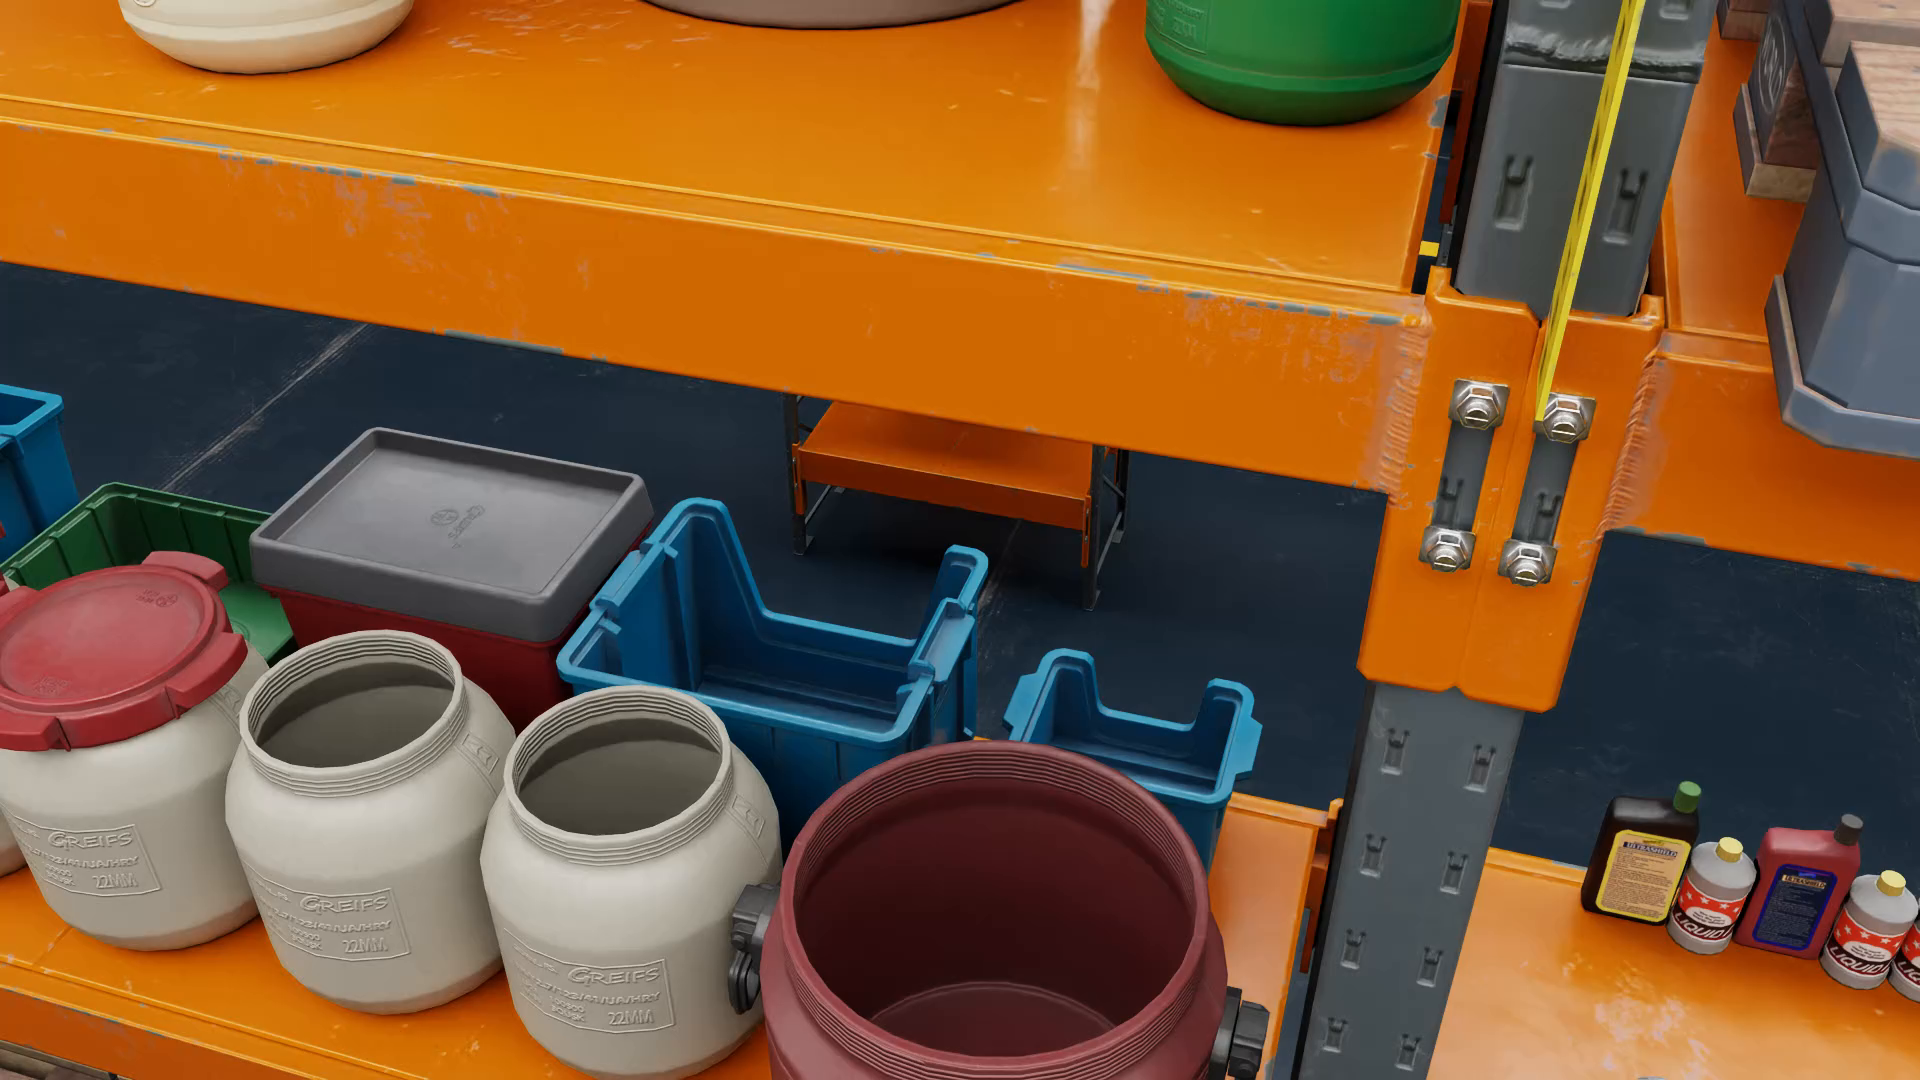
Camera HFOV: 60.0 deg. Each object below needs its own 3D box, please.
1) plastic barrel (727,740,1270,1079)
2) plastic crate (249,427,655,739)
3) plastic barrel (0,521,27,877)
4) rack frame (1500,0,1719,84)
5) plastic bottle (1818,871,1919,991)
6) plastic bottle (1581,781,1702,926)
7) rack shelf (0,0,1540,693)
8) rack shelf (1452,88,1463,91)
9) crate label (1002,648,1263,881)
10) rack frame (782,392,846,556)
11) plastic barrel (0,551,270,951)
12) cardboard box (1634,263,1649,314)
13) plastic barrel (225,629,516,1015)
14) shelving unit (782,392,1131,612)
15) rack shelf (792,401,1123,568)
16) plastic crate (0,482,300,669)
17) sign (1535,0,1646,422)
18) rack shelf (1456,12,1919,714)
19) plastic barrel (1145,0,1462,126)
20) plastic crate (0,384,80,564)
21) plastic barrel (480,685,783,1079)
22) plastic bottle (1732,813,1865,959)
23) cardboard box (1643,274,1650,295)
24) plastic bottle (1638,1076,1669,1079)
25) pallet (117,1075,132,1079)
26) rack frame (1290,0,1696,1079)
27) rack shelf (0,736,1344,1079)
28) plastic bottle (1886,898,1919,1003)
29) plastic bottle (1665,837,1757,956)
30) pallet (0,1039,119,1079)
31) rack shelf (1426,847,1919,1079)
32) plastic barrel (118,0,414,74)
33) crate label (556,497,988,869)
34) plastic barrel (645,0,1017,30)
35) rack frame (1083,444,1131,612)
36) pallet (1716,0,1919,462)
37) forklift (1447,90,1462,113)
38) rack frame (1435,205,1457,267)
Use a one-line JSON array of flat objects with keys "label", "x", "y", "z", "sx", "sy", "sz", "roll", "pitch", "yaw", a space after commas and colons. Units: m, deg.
[{"label": "plastic barrel", "x": 0.043, "y": 0.648, "z": 2.225, "sx": 0.708, "sy": 0.536, "sz": 0.600, "roll": 10, "pitch": 38, "yaw": 14}, {"label": "plastic crate", "x": -0.875, "y": 0.128, "z": 2.991, "sx": 0.583, "sy": 0.464, "sz": 0.402, "roll": 10, "pitch": 38, "yaw": 14}, {"label": "plastic barrel", "x": -1.694, "y": 0.274, "z": 2.732, "sx": 0.433, "sy": 0.535, "sz": 0.433, "roll": 0, "pitch": 36, "yaw": 0}, {"label": "rack frame", "x": 0.576, "y": -1.803, "z": 0.608, "sx": 0.127, "sy": 3.000, "sz": 1.000, "roll": 10, "pitch": 38, "yaw": 14}, {"label": "plastic bottle", "x": 1.415, "y": 0.595, "z": 2.579, "sx": 0.097, "sy": 0.201, "sz": 0.097, "roll": 0, "pitch": 36, "yaw": 0}, {"label": "plastic bottle", "x": 1.090, "y": 0.490, "z": 2.652, "sx": 0.133, "sy": 0.283, "sz": 0.061, "roll": 10, "pitch": 38, "yaw": 14}, {"label": "rack shelf", "x": -1.333, "y": -0.659, "z": 2.191, "sx": 4.000, "sy": 0.370, "sz": 1.077, "roll": 10, "pitch": 38, "yaw": 14}, {"label": "rack shelf", "x": 0.148, "y": -2.253, "z": 6.887, "sx": 4.000, "sy": 0.370, "sz": 1.077, "roll": 10, "pitch": 38, "yaw": 14}, {"label": "crate label", "x": 0.286, "y": 0.394, "z": 2.826, "sx": 0.416, "sy": 0.233, "sz": 0.303, "roll": 10, "pitch": 38, "yaw": 14}, {"label": "rack frame", "x": -0.479, "y": -0.542, "z": 5.537, "sx": 0.032, "sy": 1.125, "sz": 0.500, "roll": 10, "pitch": 38, "yaw": 14}, {"label": "plastic barrel", "x": -1.281, "y": 0.351, "z": 2.629, "sx": 0.433, "sy": 0.535, "sz": 0.433, "roll": 0, "pitch": 36, "yaw": 0}, {"label": "cardboard box", "x": 2.406, "y": -1.117, "z": 6.475, "sx": 0.500, "sy": 0.500, "sz": 0.500, "roll": 12, "pitch": 38, "yaw": 16}, {"label": "plastic barrel", "x": -0.871, "y": 0.433, "z": 2.538, "sx": 0.421, "sy": 0.512, "sz": 0.421, "roll": 0, "pitch": 36, "yaw": 0}, {"label": "shelving unit", "x": 0.006, "y": -0.452, "z": 5.415, "sx": 1.048, "sy": 1.125, "sz": 0.538, "roll": 10, "pitch": 38, "yaw": 14}, {"label": "rack shelf", "x": 0.006, "y": -0.255, "z": 5.560, "sx": 1.000, "sy": 0.278, "sz": 0.538, "roll": 10, "pitch": 38, "yaw": 14}, {"label": "plastic crate", "x": -1.495, "y": 0.139, "z": 3.209, "sx": 0.662, "sy": 0.188, "sz": 0.450, "roll": 10, "pitch": 38, "yaw": 14}, {"label": "sign", "x": 0.419, "y": -0.240, "z": 1.104, "sx": 0.005, "sy": 0.325, "sz": 0.100, "roll": 10, "pitch": 38, "yaw": 14}, {"label": "rack shelf", "x": 2.485, "y": 0.048, "z": 1.230, "sx": 4.000, "sy": 0.370, "sz": 1.077, "roll": 10, "pitch": 38, "yaw": 14}, {"label": "plastic barrel", "x": 0.325, "y": -0.547, "z": 1.564, "sx": 0.294, "sy": 0.245, "sz": 0.294, "roll": 0, "pitch": 36, "yaw": 0}, {"label": "plastic crate", "x": -2.096, "y": -0.069, "z": 3.326, "sx": 0.575, "sy": 0.384, "sz": 0.392, "roll": 10, "pitch": 38, "yaw": 14}, {"label": "plastic barrel", "x": -0.469, "y": 0.507, "z": 2.436, "sx": 0.421, "sy": 0.512, "sz": 0.421, "roll": 0, "pitch": 36, "yaw": 0}, {"label": "plastic bottle", "x": 1.310, "y": 0.531, "z": 2.597, "sx": 0.133, "sy": 0.283, "sz": 0.061, "roll": 10, "pitch": 38, "yaw": 14}, {"label": "cardboard box", "x": 2.907, "y": -1.028, "z": 6.354, "sx": 0.500, "sy": 0.500, "sz": 0.500, "roll": 9, "pitch": 37, "yaw": 12}, {"label": "plastic bottle", "x": 0.938, "y": 0.836, "z": 2.188, "sx": 0.135, "sy": 0.276, "sz": 0.152, "roll": 10, "pitch": 38, "yaw": 14}, {"label": "pallet", "x": -1.312, "y": 1.360, "z": 3.724, "sx": 1.213, "sy": 0.211, "sz": 1.003, "roll": 10, "pitch": 38, "yaw": 14}, {"label": "rack frame", "x": 0.576, "y": 0.613, "z": 2.387, "sx": 0.127, "sy": 3.000, "sz": 1.000, "roll": 10, "pitch": 38, "yaw": 14}, {"label": "rack shelf", "x": -1.333, "y": 0.549, "z": 3.080, "sx": 4.000, "sy": 0.370, "sz": 1.077, "roll": 10, "pitch": 38, "yaw": 14}, {"label": "plastic bottle", "x": 1.507, "y": 0.612, "z": 2.556, "sx": 0.097, "sy": 0.201, "sz": 0.097, "roll": 0, "pitch": 36, "yaw": 0}, {"label": "plastic bottle", "x": 1.194, "y": 0.554, "z": 2.635, "sx": 0.097, "sy": 0.201, "sz": 0.097, "roll": 0, "pitch": 36, "yaw": 0}, {"label": "pallet", "x": -2.481, "y": 1.146, "z": 4.015, "sx": 1.213, "sy": 0.211, "sz": 1.003, "roll": 10, "pitch": 38, "yaw": 14}, {"label": "rack shelf", "x": 2.485, "y": 1.256, "z": 2.120, "sx": 4.000, "sy": 0.370, "sz": 1.077, "roll": 10, "pitch": 38, "yaw": 14}, {"label": "plastic barrel", "x": -0.707, "y": -0.632, "z": 1.664, "sx": 0.301, "sy": 0.262, "sz": 0.301, "roll": 0, "pitch": 36, "yaw": 0}, {"label": "crate label", "x": -0.291, "y": 0.270, "z": 2.823, "sx": 0.616, "sy": 0.435, "sz": 0.502, "roll": 10, "pitch": 38, "yaw": 14}, {"label": "plastic barrel", "x": -0.143, "y": -1.065, "z": 1.713, "sx": 0.600, "sy": 0.901, "sz": 0.600, "roll": 0, "pitch": 36, "yaw": 0}, {"label": "rack frame", "x": 0.492, "y": -0.362, "z": 5.293, "sx": 0.032, "sy": 1.125, "sz": 0.500, "roll": 10, "pitch": 38, "yaw": 14}, {"label": "pallet", "x": 1.277, "y": -0.328, "z": 1.295, "sx": 1.213, "sy": 0.211, "sz": 1.003, "roll": 10, "pitch": 38, "yaw": 14}, {"label": "forklift", "x": 2.994, "y": -3.613, "z": 8.187, "sx": 3.031, "sy": 2.935, "sz": 1.130, "roll": 9, "pitch": 37, "yaw": 12}, {"label": "rack frame", "x": 2.057, "y": -2.189, "z": 6.194, "sx": 0.127, "sy": 3.000, "sz": 1.000, "roll": 10, "pitch": 38, "yaw": 14}]
